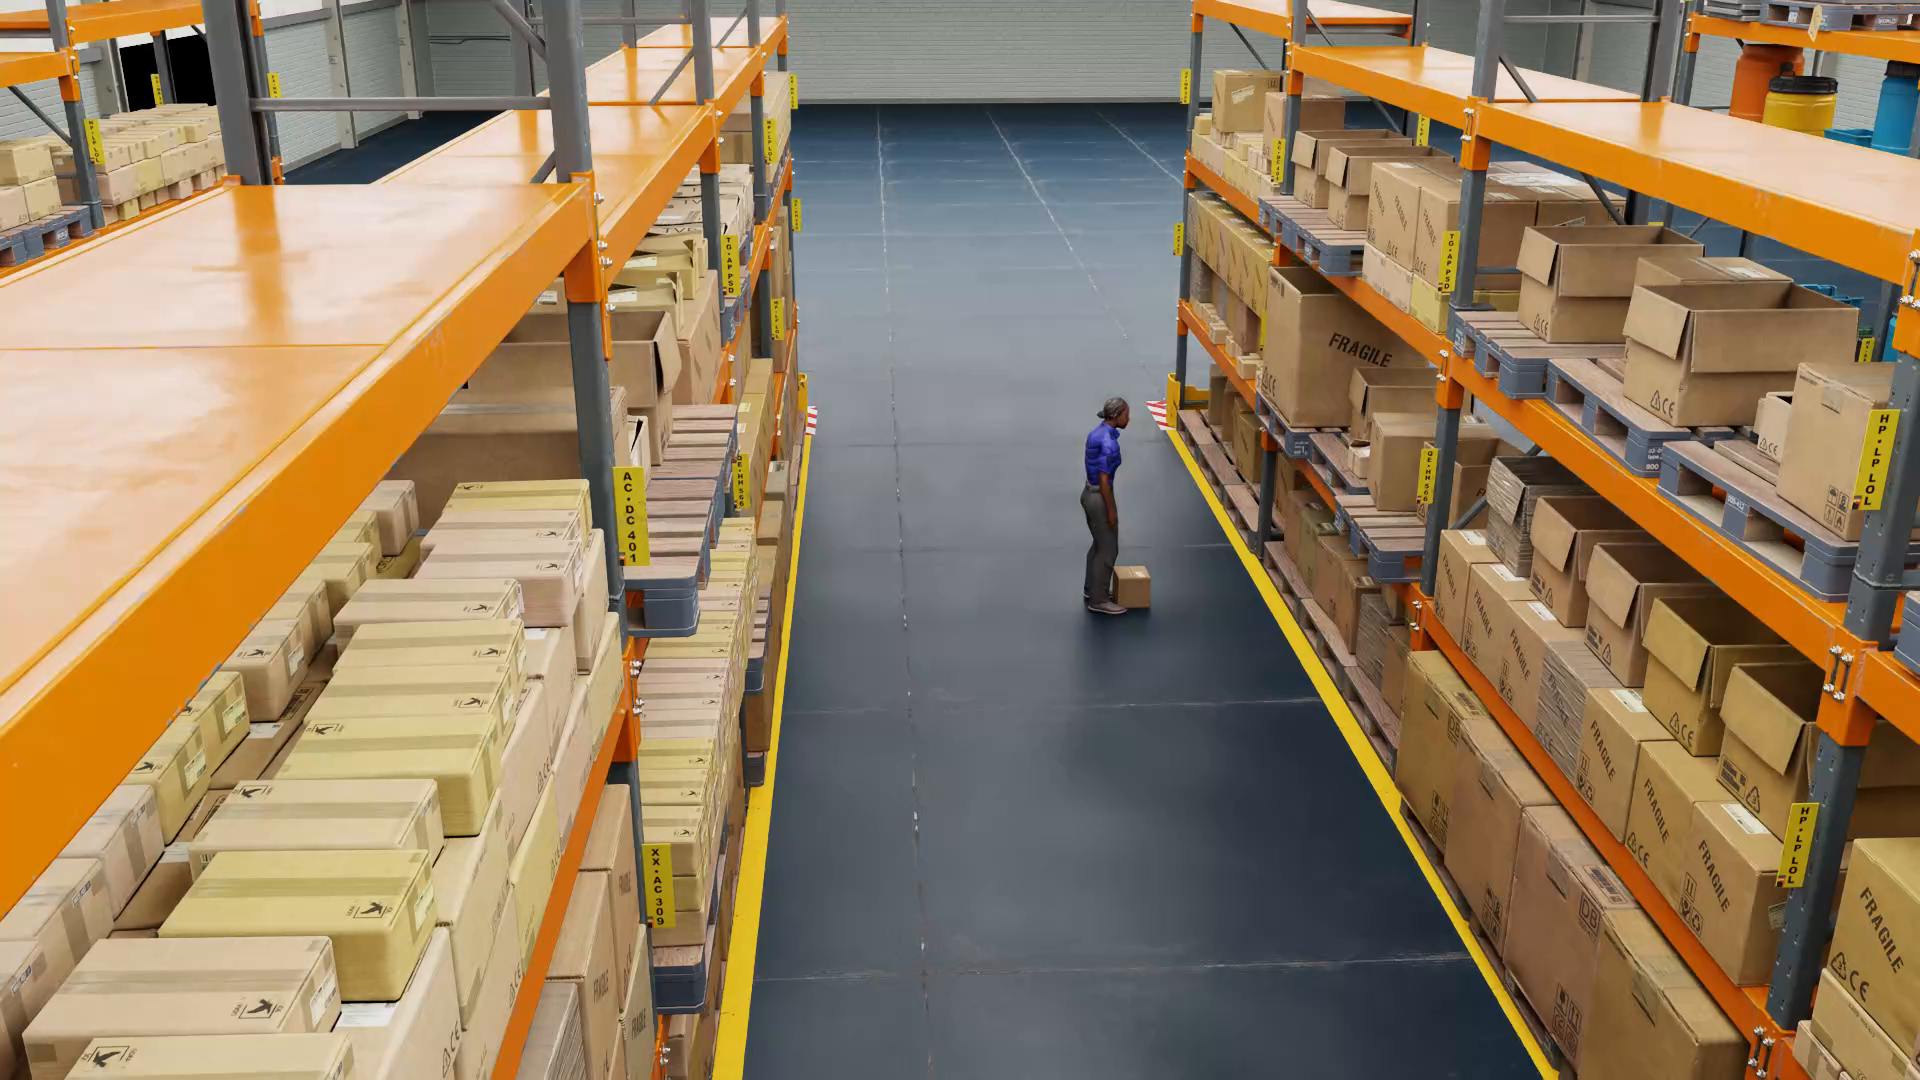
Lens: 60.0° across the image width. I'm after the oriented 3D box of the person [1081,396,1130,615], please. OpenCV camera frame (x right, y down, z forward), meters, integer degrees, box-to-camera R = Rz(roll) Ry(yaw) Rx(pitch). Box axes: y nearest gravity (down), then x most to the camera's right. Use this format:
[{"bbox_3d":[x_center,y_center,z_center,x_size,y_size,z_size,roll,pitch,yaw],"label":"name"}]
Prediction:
[{"bbox_3d":[1.103,-0.284,12.662,0.352,1.654,0.512,-1,21,-4],"label":"person"}]
